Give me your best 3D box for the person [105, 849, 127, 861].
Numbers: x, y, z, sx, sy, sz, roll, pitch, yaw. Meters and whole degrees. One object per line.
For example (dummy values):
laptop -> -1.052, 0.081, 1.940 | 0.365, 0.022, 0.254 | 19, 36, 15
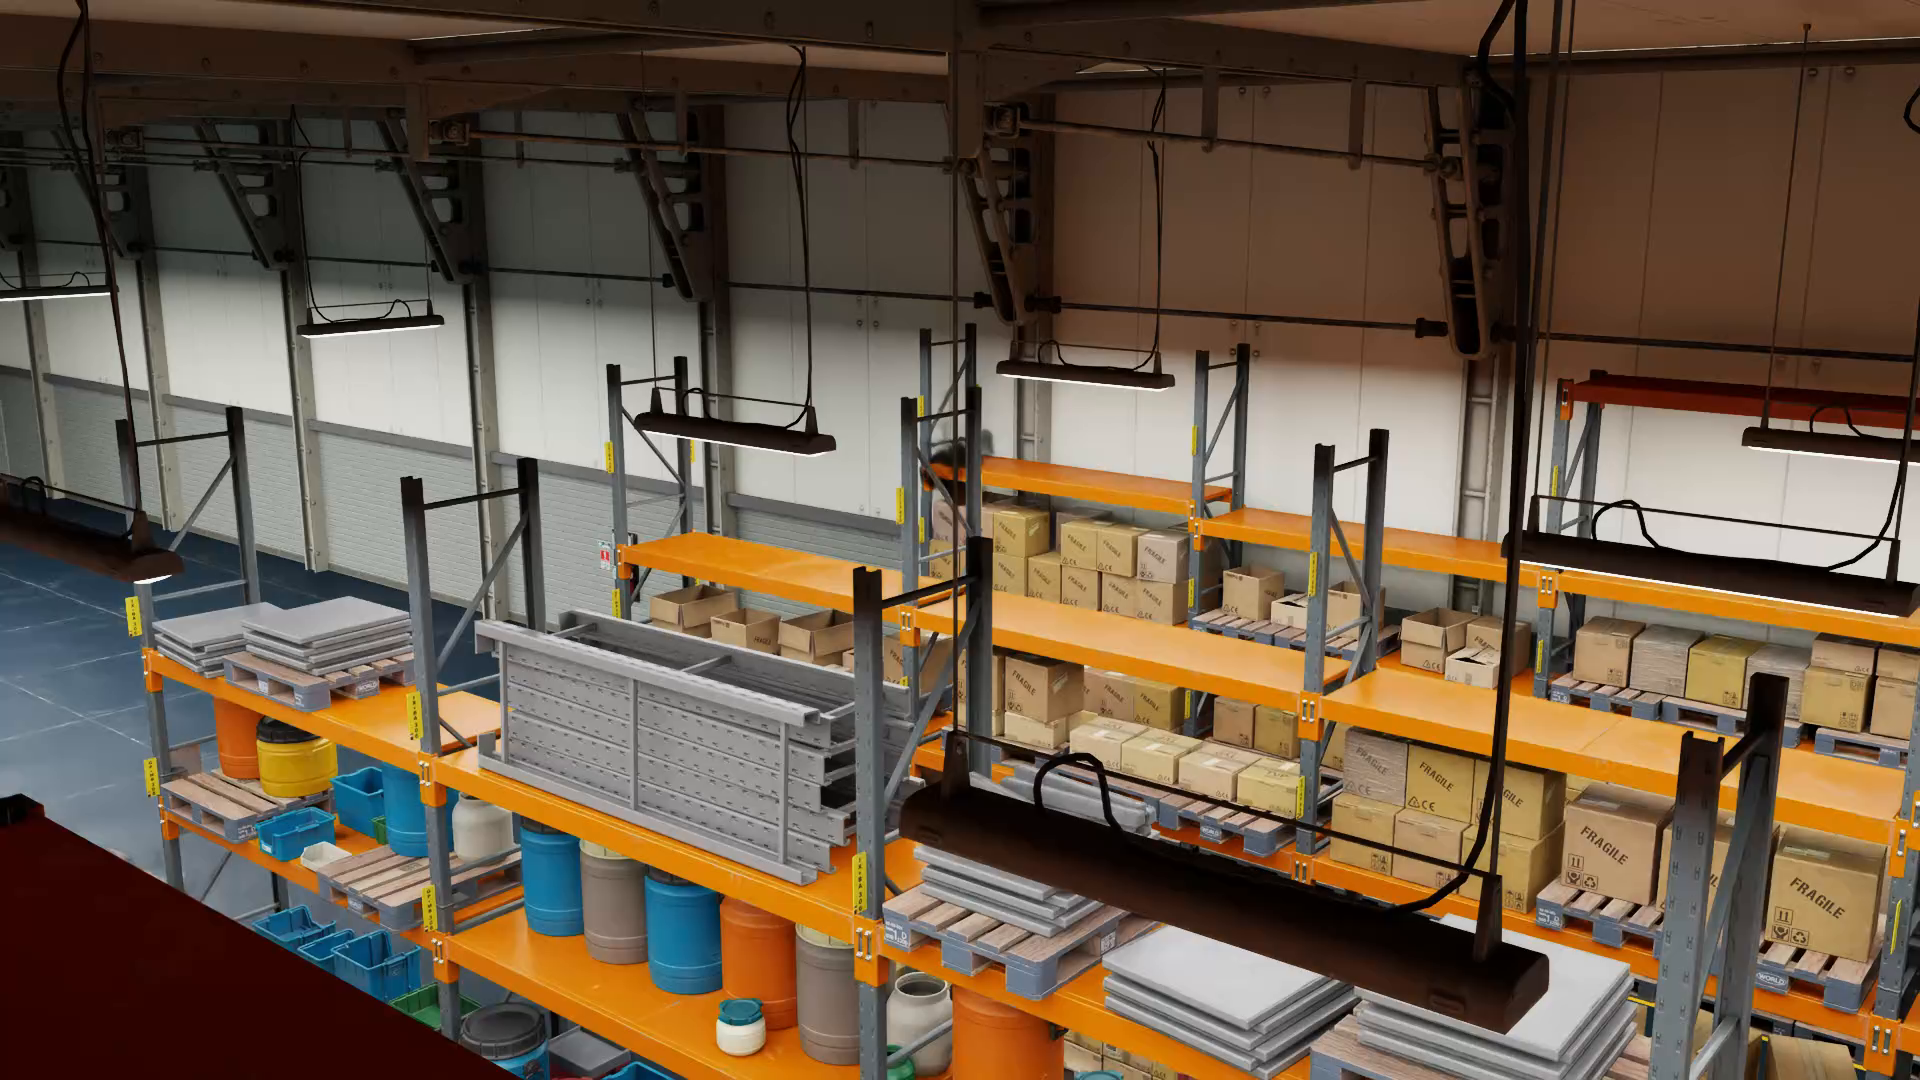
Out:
person -> -7.949, 3.745, 15.710 | 0.675, 1.777, 0.681 | -3, 13, -13
